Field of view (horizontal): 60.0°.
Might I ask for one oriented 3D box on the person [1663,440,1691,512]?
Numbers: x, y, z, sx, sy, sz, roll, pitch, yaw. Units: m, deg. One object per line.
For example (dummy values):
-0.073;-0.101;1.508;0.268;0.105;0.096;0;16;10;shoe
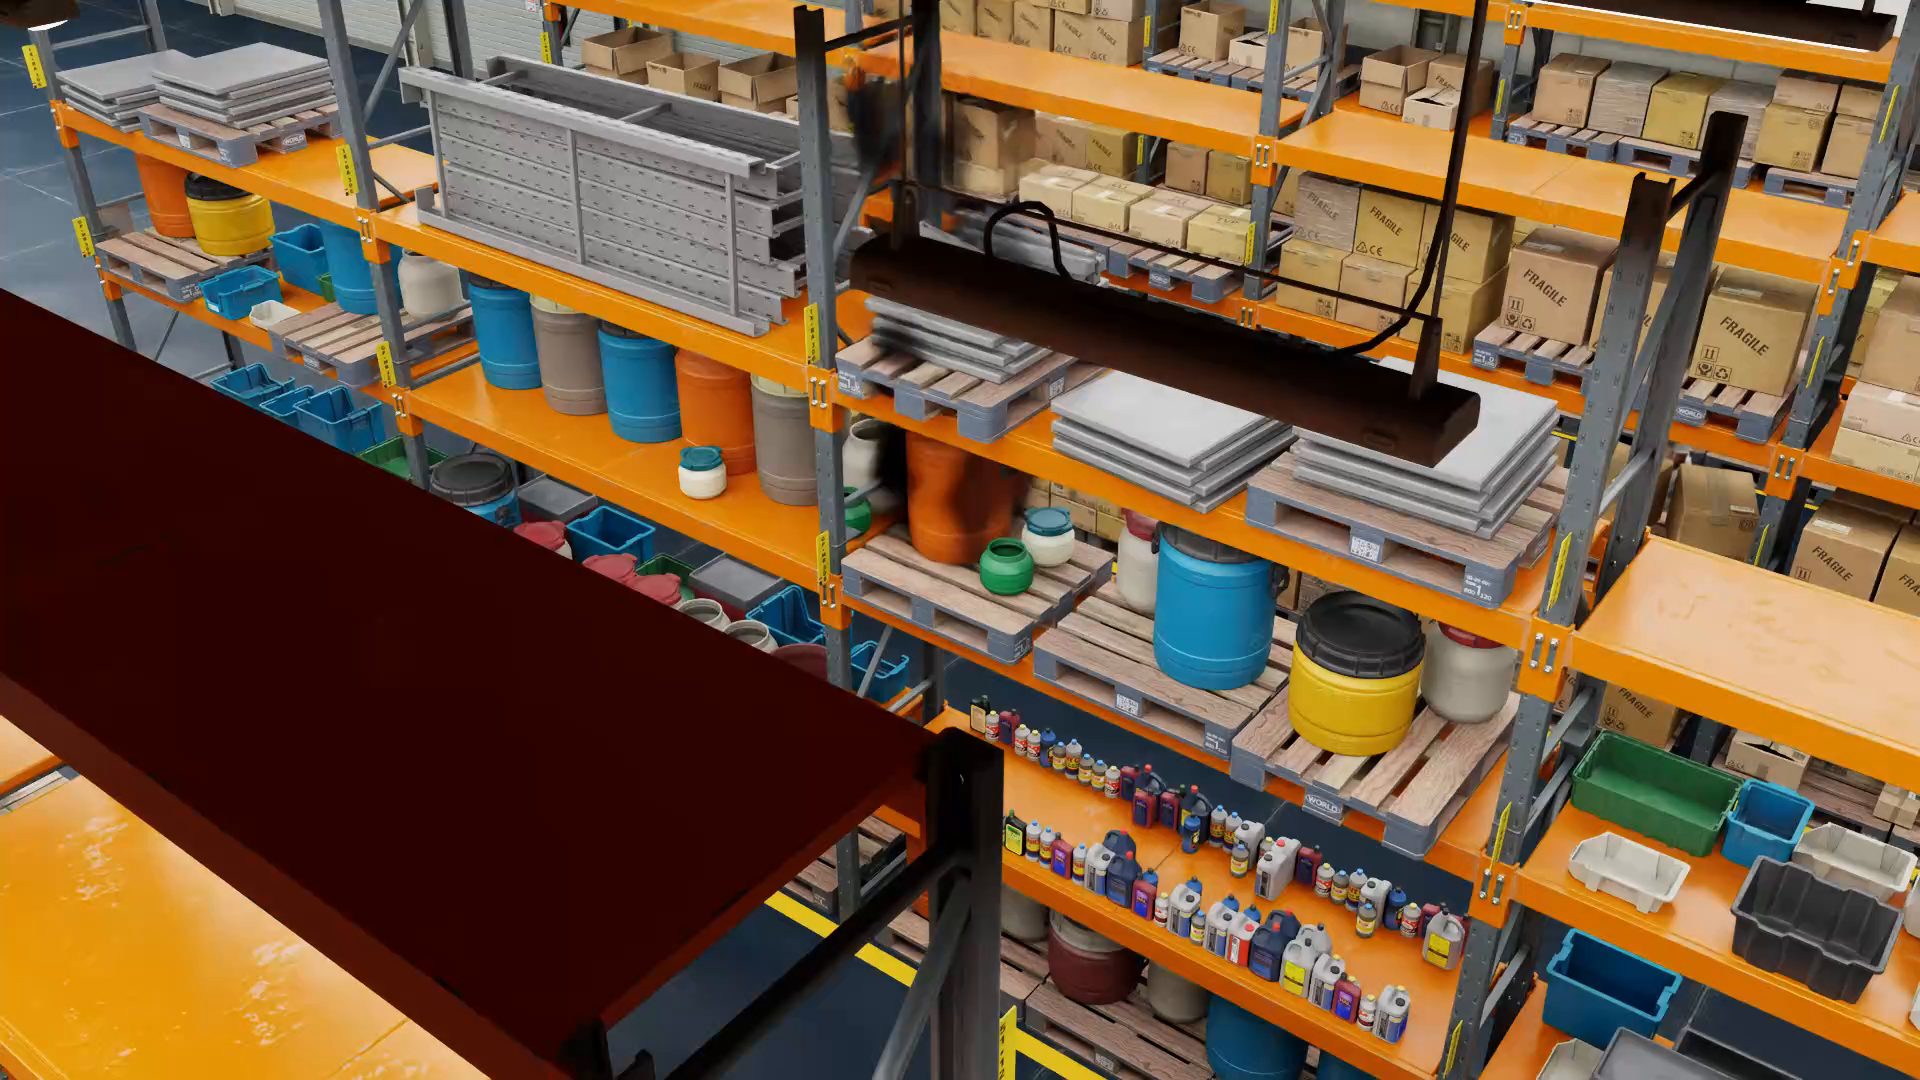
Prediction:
6.290;-0.606;14.626;0.638;1.731;0.668;13;34;20;person
